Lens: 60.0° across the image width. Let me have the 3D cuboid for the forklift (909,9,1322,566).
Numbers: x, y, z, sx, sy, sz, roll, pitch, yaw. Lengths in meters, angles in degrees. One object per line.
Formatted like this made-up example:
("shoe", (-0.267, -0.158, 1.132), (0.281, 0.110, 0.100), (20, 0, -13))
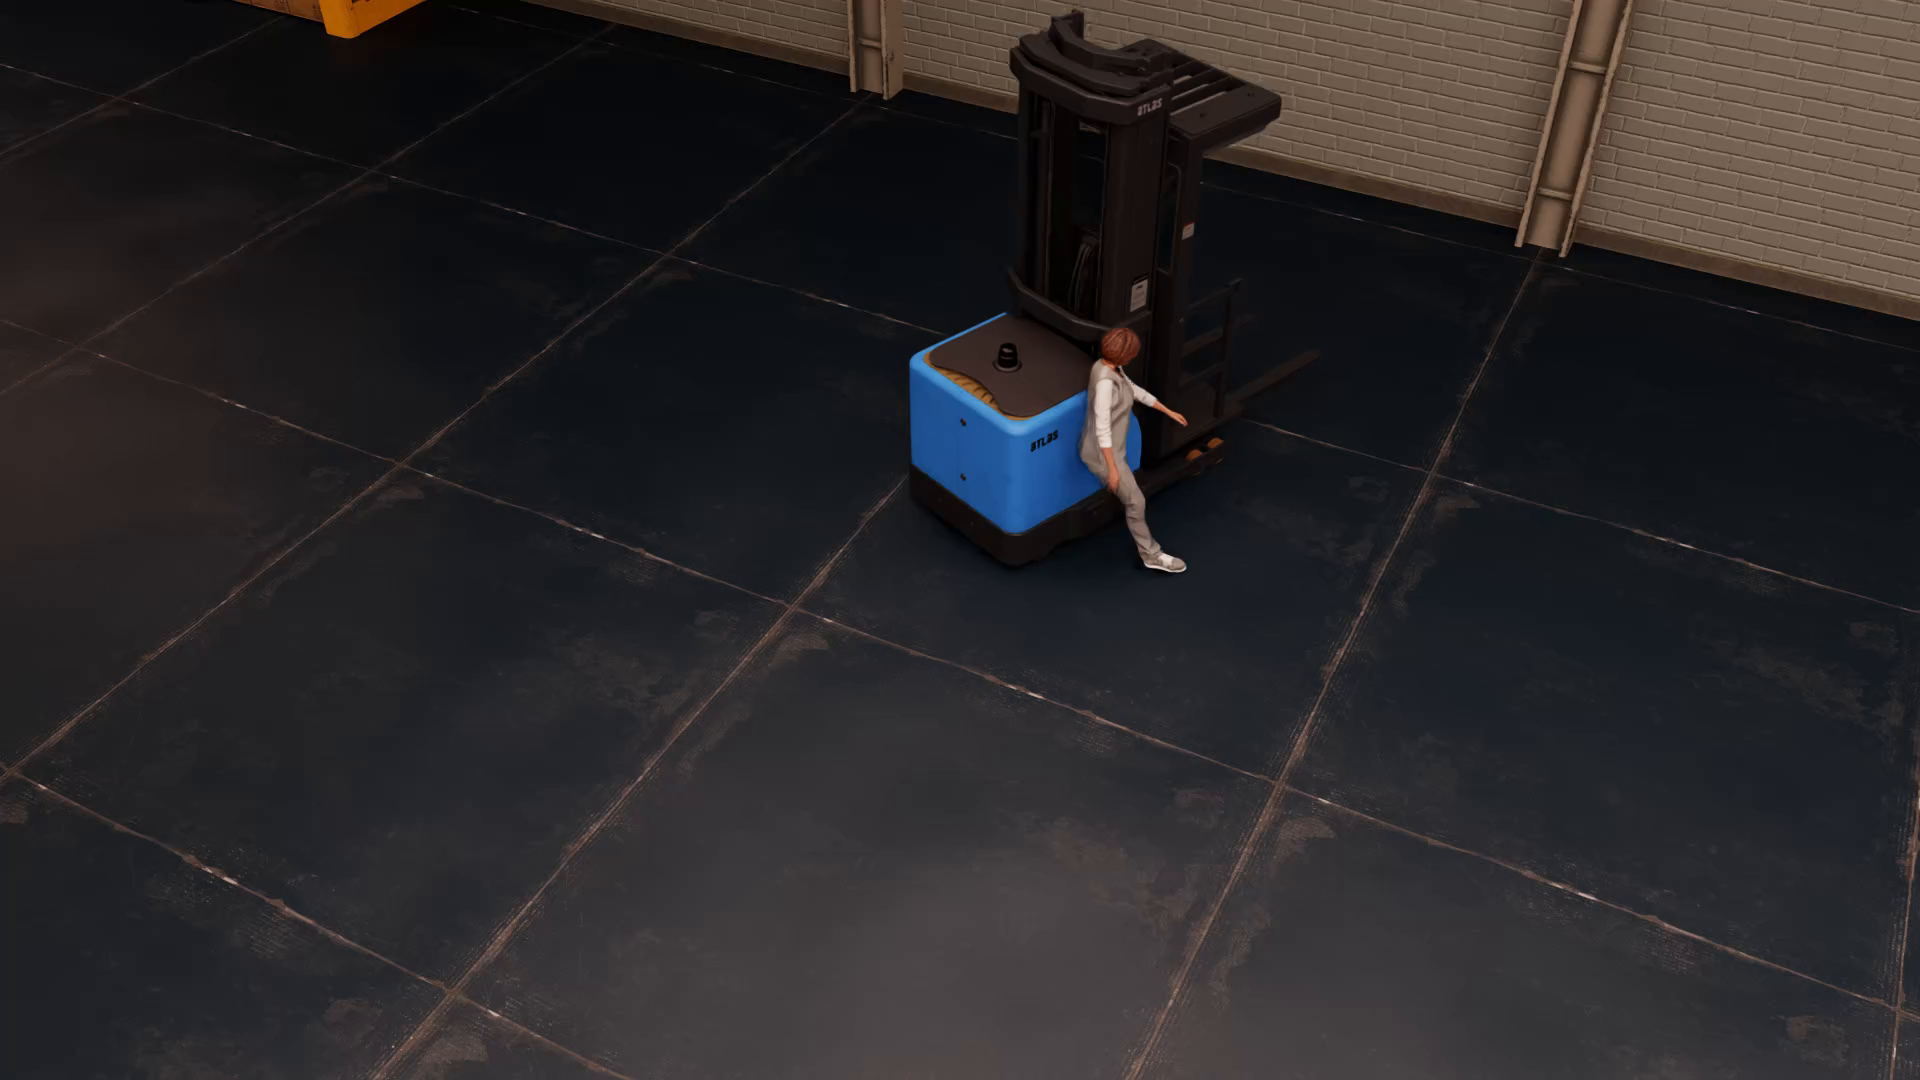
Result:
("forklift", (1.129, -1.772, 10.091), (3.031, 2.935, 1.130), (-29, 48, -30))

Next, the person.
("person", (0.976, -0.535, 9.713), (0.782, 1.485, 0.679), (2, 40, 2))
